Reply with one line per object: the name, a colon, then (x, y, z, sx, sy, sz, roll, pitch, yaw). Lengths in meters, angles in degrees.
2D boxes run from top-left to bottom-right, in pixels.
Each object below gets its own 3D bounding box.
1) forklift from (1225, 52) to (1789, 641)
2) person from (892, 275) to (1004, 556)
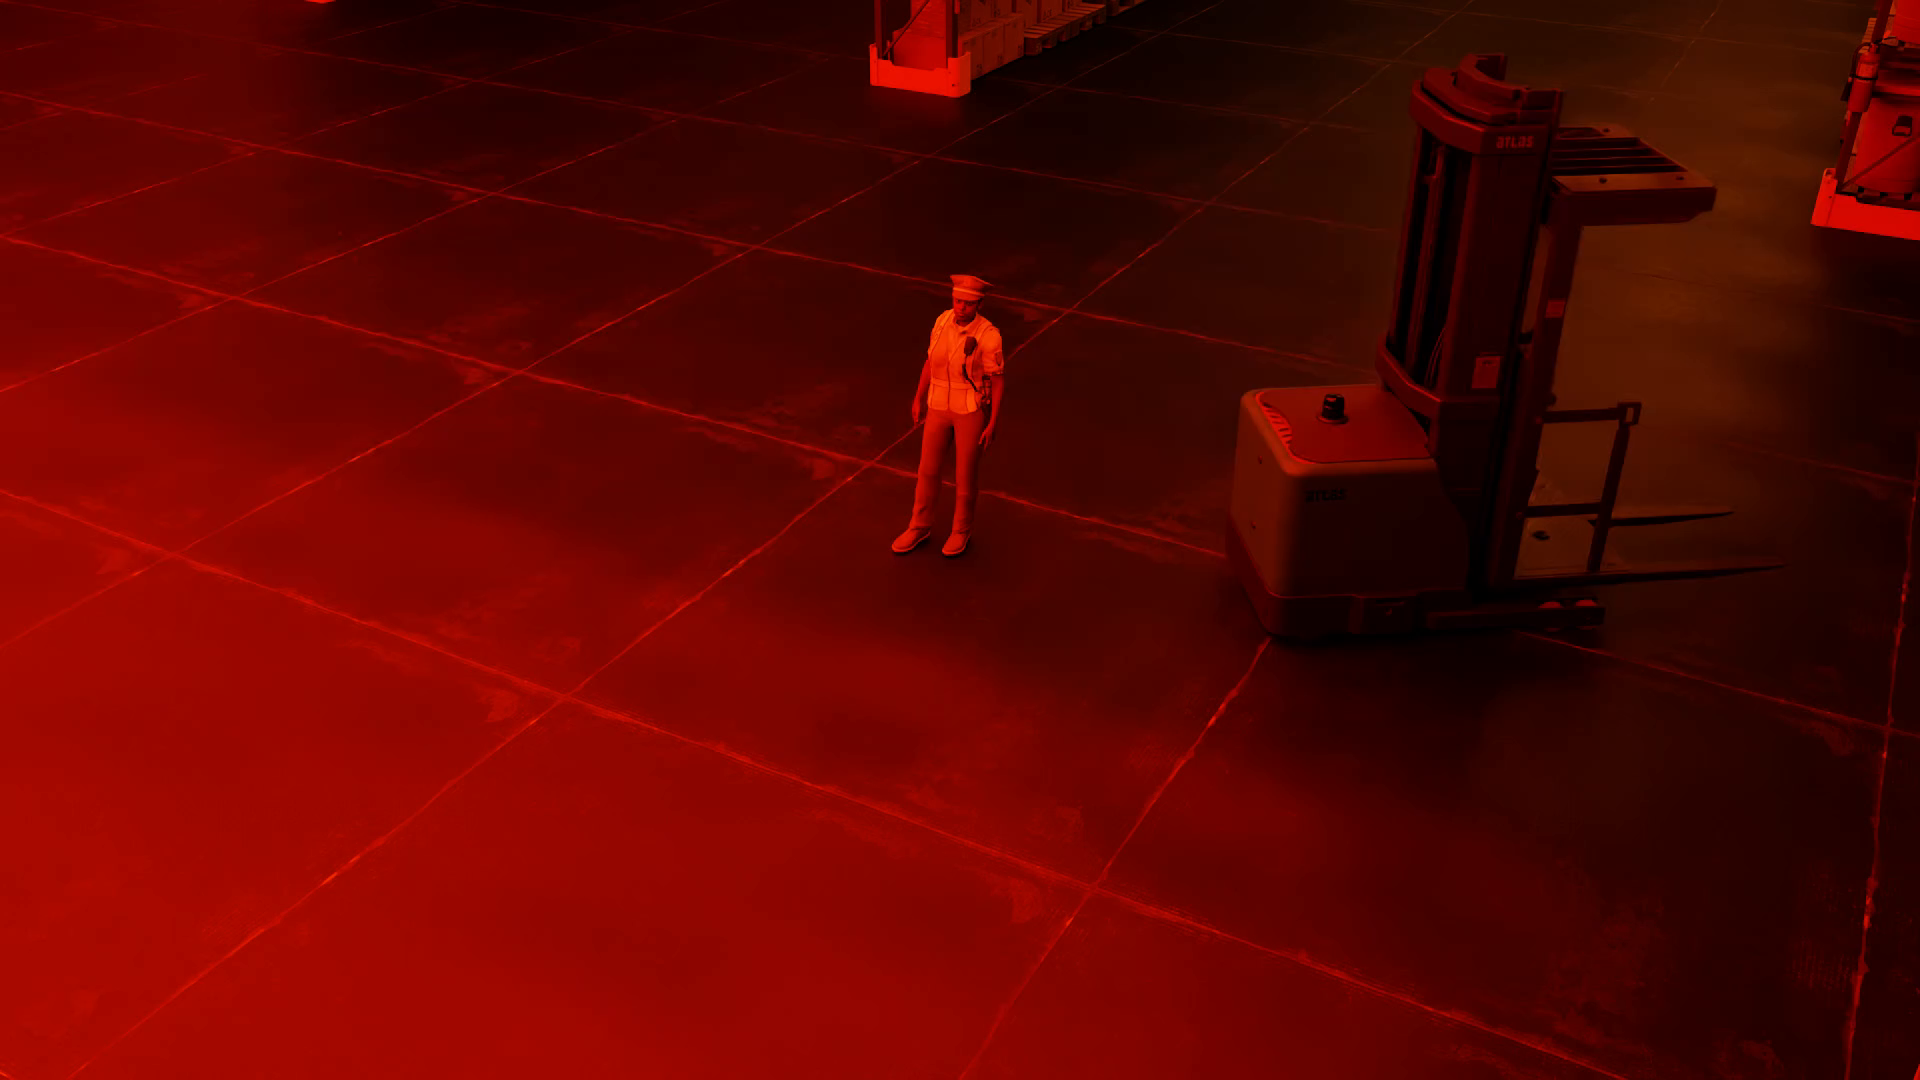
forklift: (3.110, -1.026, 8.849, 3.031, 2.935, 1.130, -3, 30, -5)
person: (-0.054, -0.711, 9.528, 0.569, 1.692, 0.530, 15, 33, 25)
